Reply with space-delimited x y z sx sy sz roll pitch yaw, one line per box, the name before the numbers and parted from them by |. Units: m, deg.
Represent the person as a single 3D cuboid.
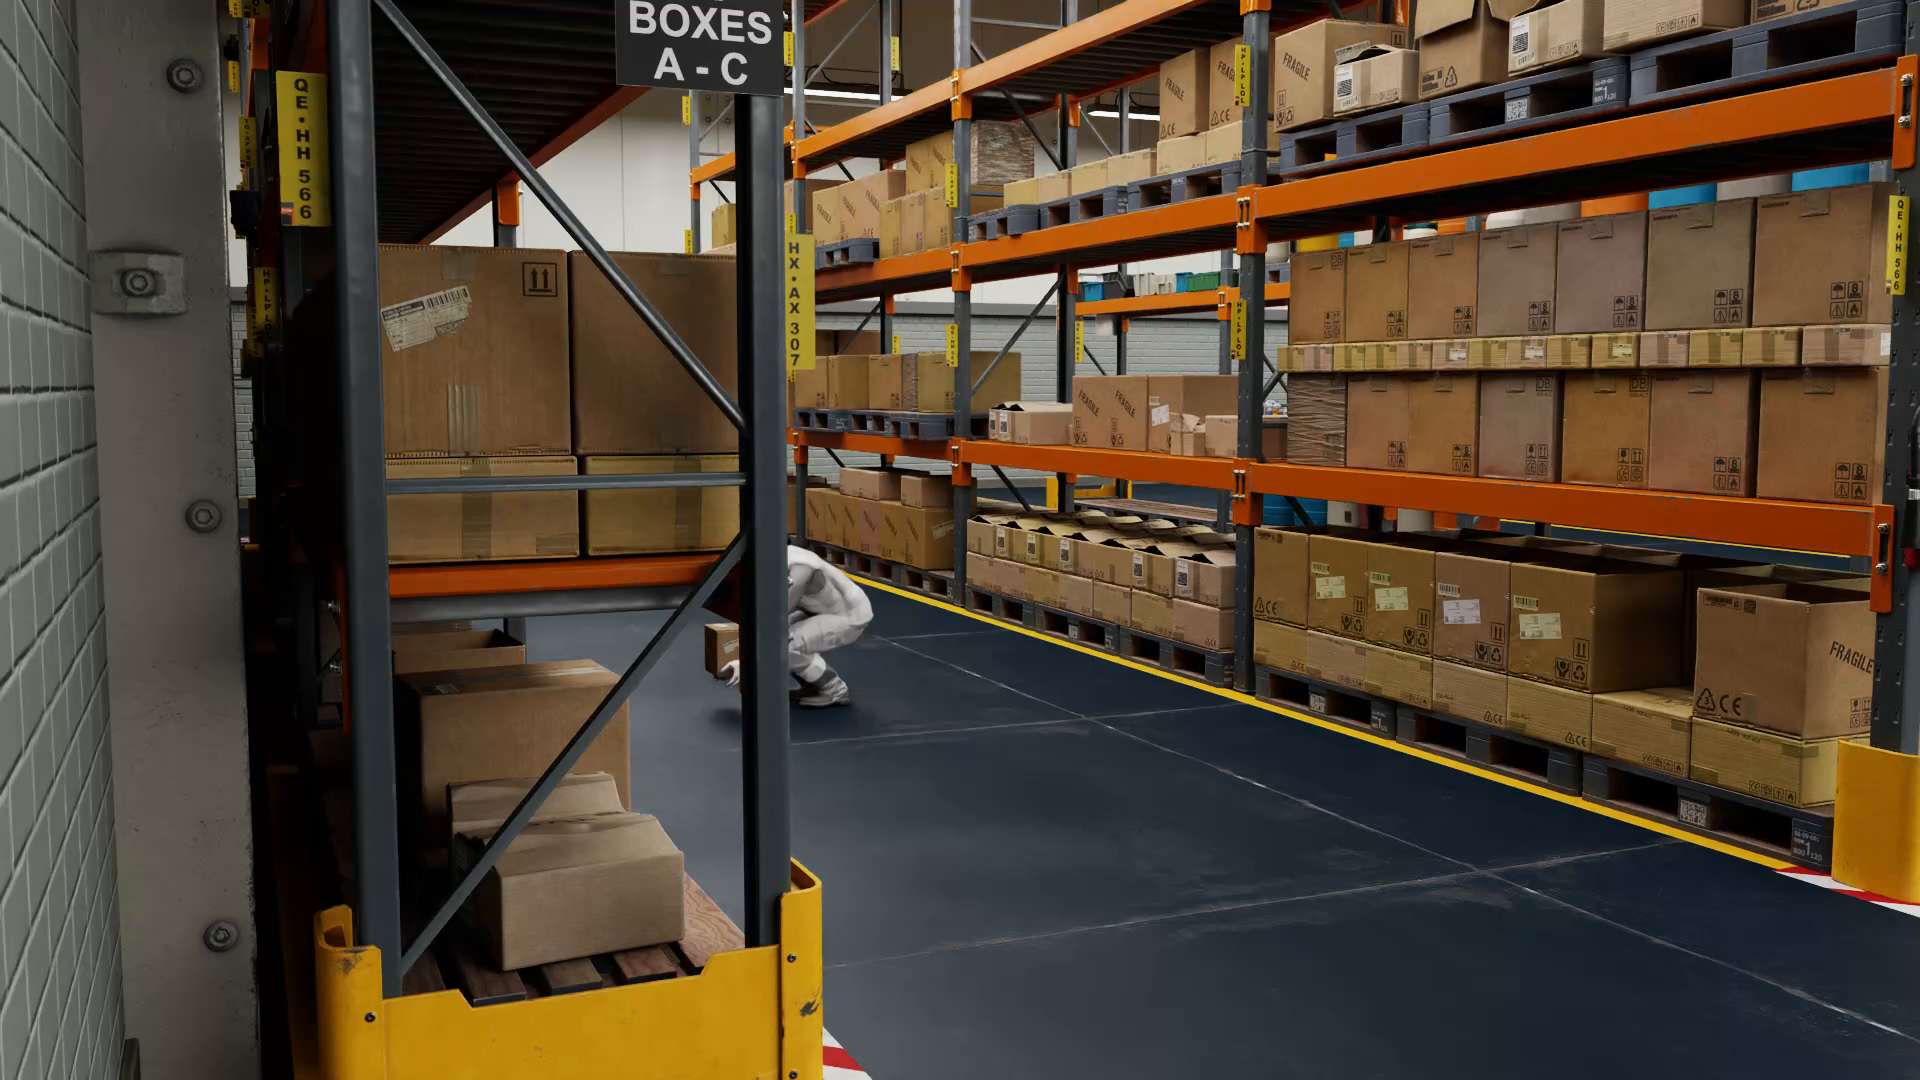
person | -0.909 0.407 9.017 0.892 0.998 0.547 -2 6 -25
